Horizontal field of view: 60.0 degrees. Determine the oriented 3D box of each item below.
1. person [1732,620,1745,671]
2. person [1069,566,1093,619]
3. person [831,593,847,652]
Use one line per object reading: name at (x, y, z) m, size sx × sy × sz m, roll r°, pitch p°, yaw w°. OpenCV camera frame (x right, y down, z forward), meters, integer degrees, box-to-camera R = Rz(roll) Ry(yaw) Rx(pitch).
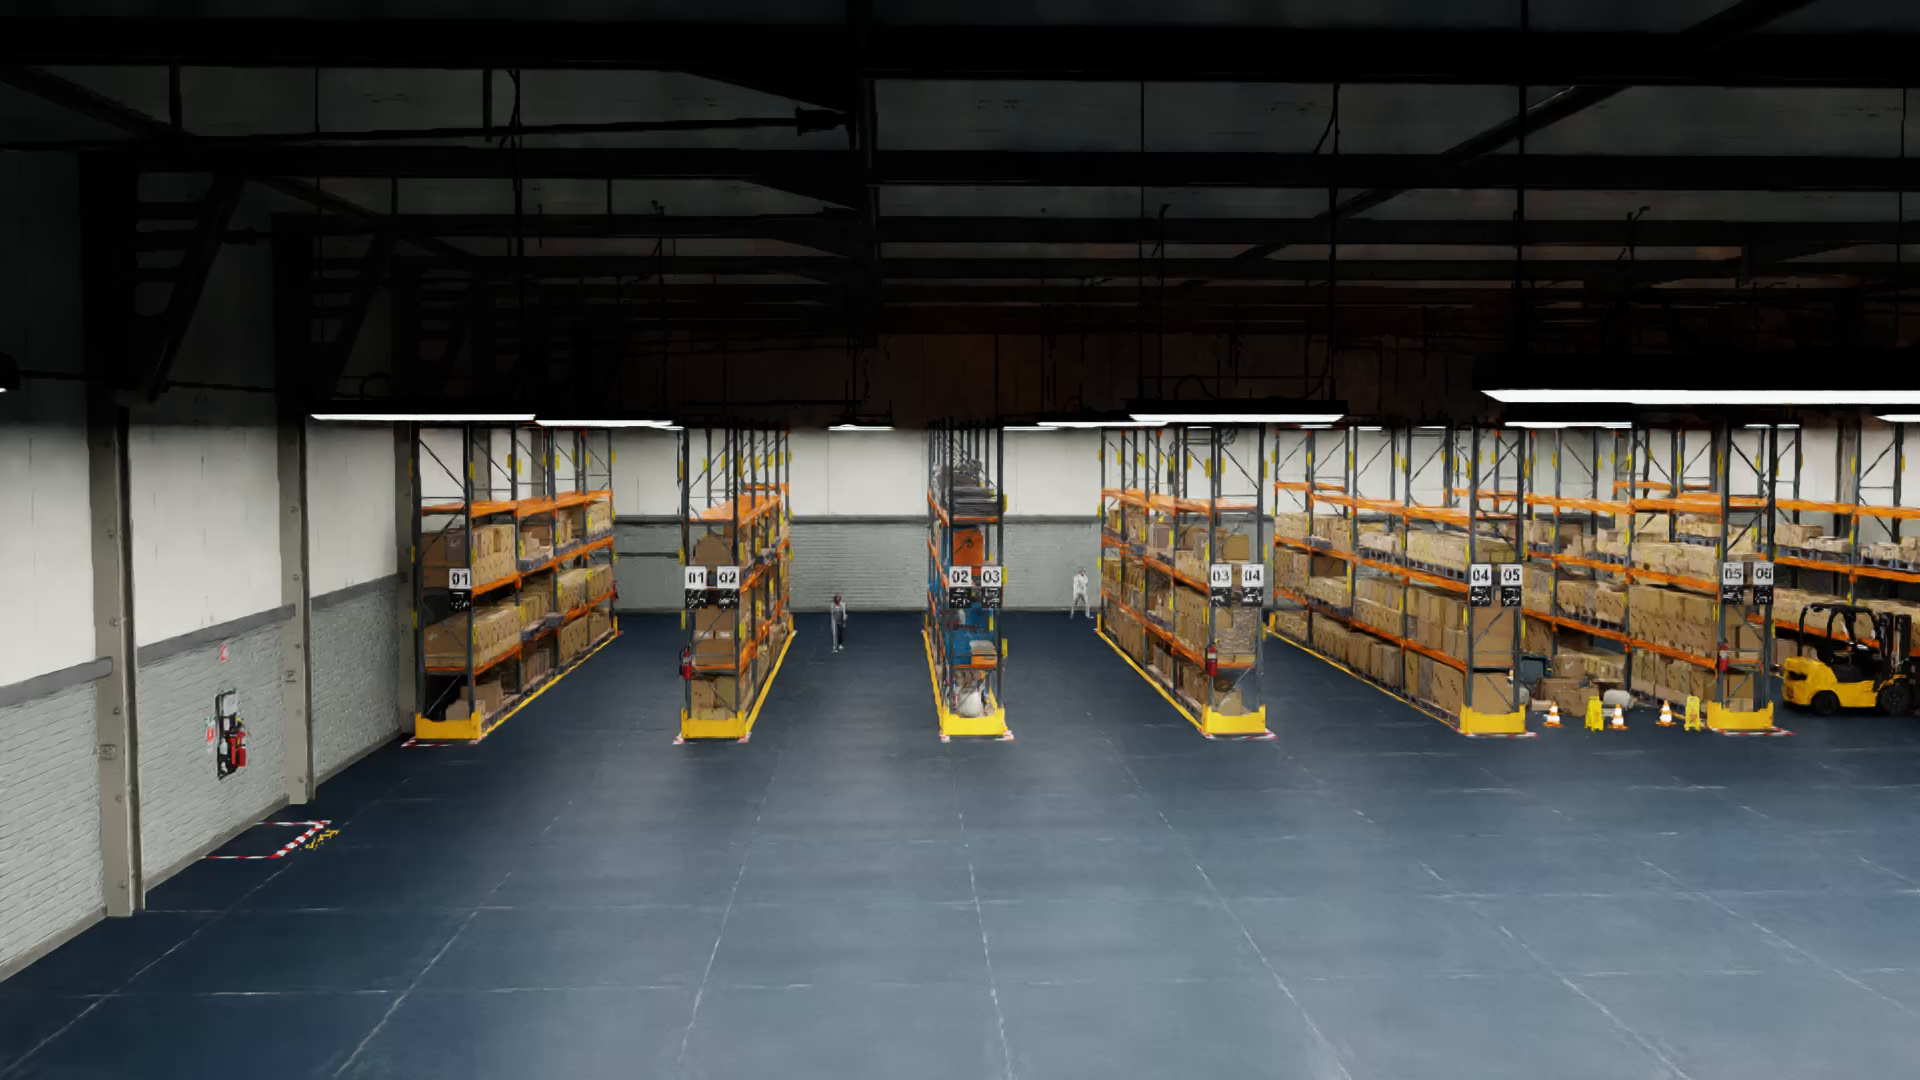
person at (16.578, 2.498, 35.513) m, size 0.489 × 1.782 × 0.608 m, roll 2°, pitch 4°, yaw 28°
person at (3.674, 1.602, 50.766) m, size 0.524 × 1.625 × 0.933 m, roll -2°, pitch 4°, yaw -25°
person at (-3.159, 2.183, 43.268) m, size 0.415 × 1.409 × 1.041 m, roll 0°, pitch 4°, yaw -5°
